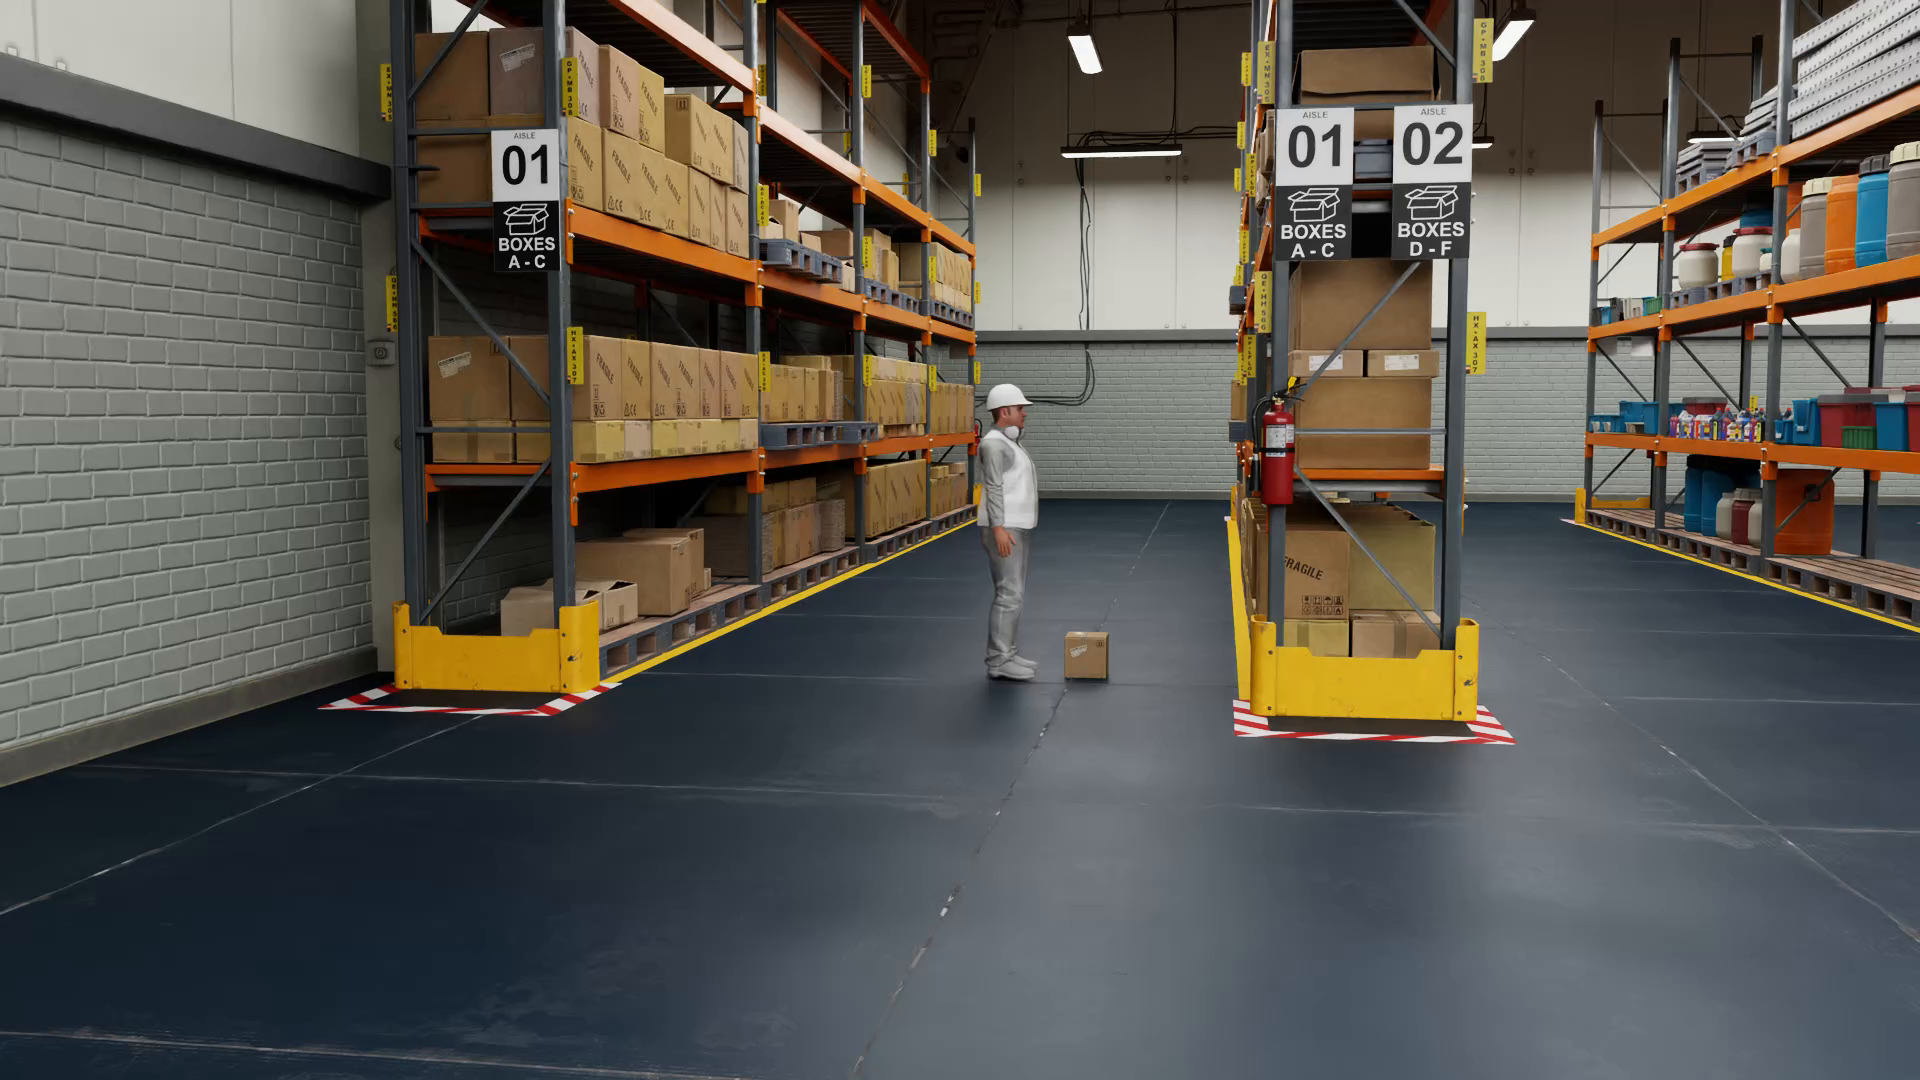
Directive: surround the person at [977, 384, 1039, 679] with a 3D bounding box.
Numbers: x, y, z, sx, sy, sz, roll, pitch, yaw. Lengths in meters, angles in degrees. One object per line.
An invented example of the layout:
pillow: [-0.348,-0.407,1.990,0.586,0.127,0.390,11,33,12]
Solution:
person: [0.315,-0.067,10.226,0.399,1.779,0.576,1,5,14]
